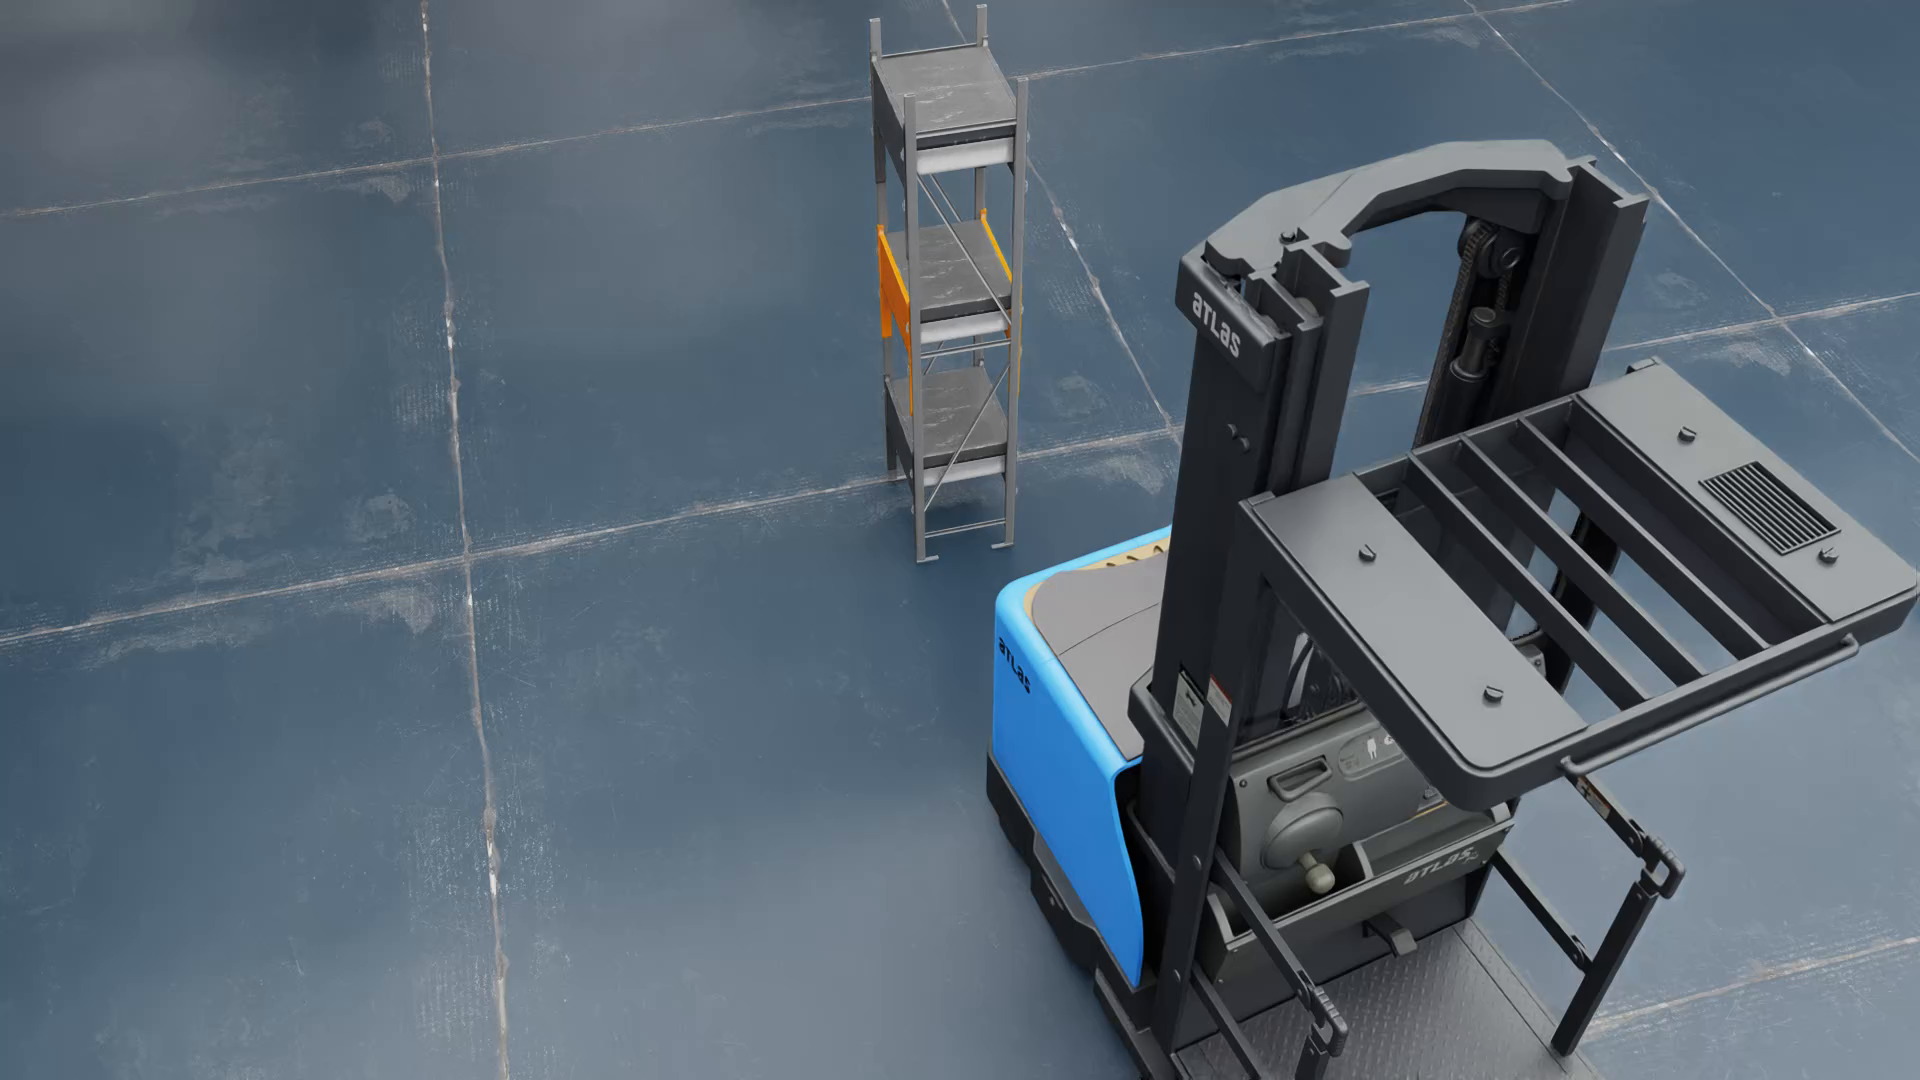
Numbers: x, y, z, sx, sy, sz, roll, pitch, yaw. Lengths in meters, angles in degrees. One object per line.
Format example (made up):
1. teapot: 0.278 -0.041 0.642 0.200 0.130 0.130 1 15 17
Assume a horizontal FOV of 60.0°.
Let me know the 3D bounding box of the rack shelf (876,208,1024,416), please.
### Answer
1. rack shelf: -0.042 -0.840 6.122 0.431 0.518 0.480 -11 47 -10

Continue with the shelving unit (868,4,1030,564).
1. shelving unit: -0.042 -0.849 6.112 0.431 2.100 0.503 -11 47 -10

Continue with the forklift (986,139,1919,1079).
1. forklift: 1.179 0.674 4.038 1.130 2.935 3.031 -19 48 -17

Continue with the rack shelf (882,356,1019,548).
1. rack shelf: -0.042 -0.350 6.622 0.431 0.518 0.480 -11 47 -10

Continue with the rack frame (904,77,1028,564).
1. rack frame: 0.020 -0.681 5.947 0.400 2.100 0.015 -11 47 -10

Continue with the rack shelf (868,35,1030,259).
1. rack shelf: -0.042 -1.330 5.622 0.431 0.518 0.480 -11 47 -10

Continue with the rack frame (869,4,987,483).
1. rack frame: -0.105 -1.018 6.277 0.400 2.100 0.015 -11 47 -10
